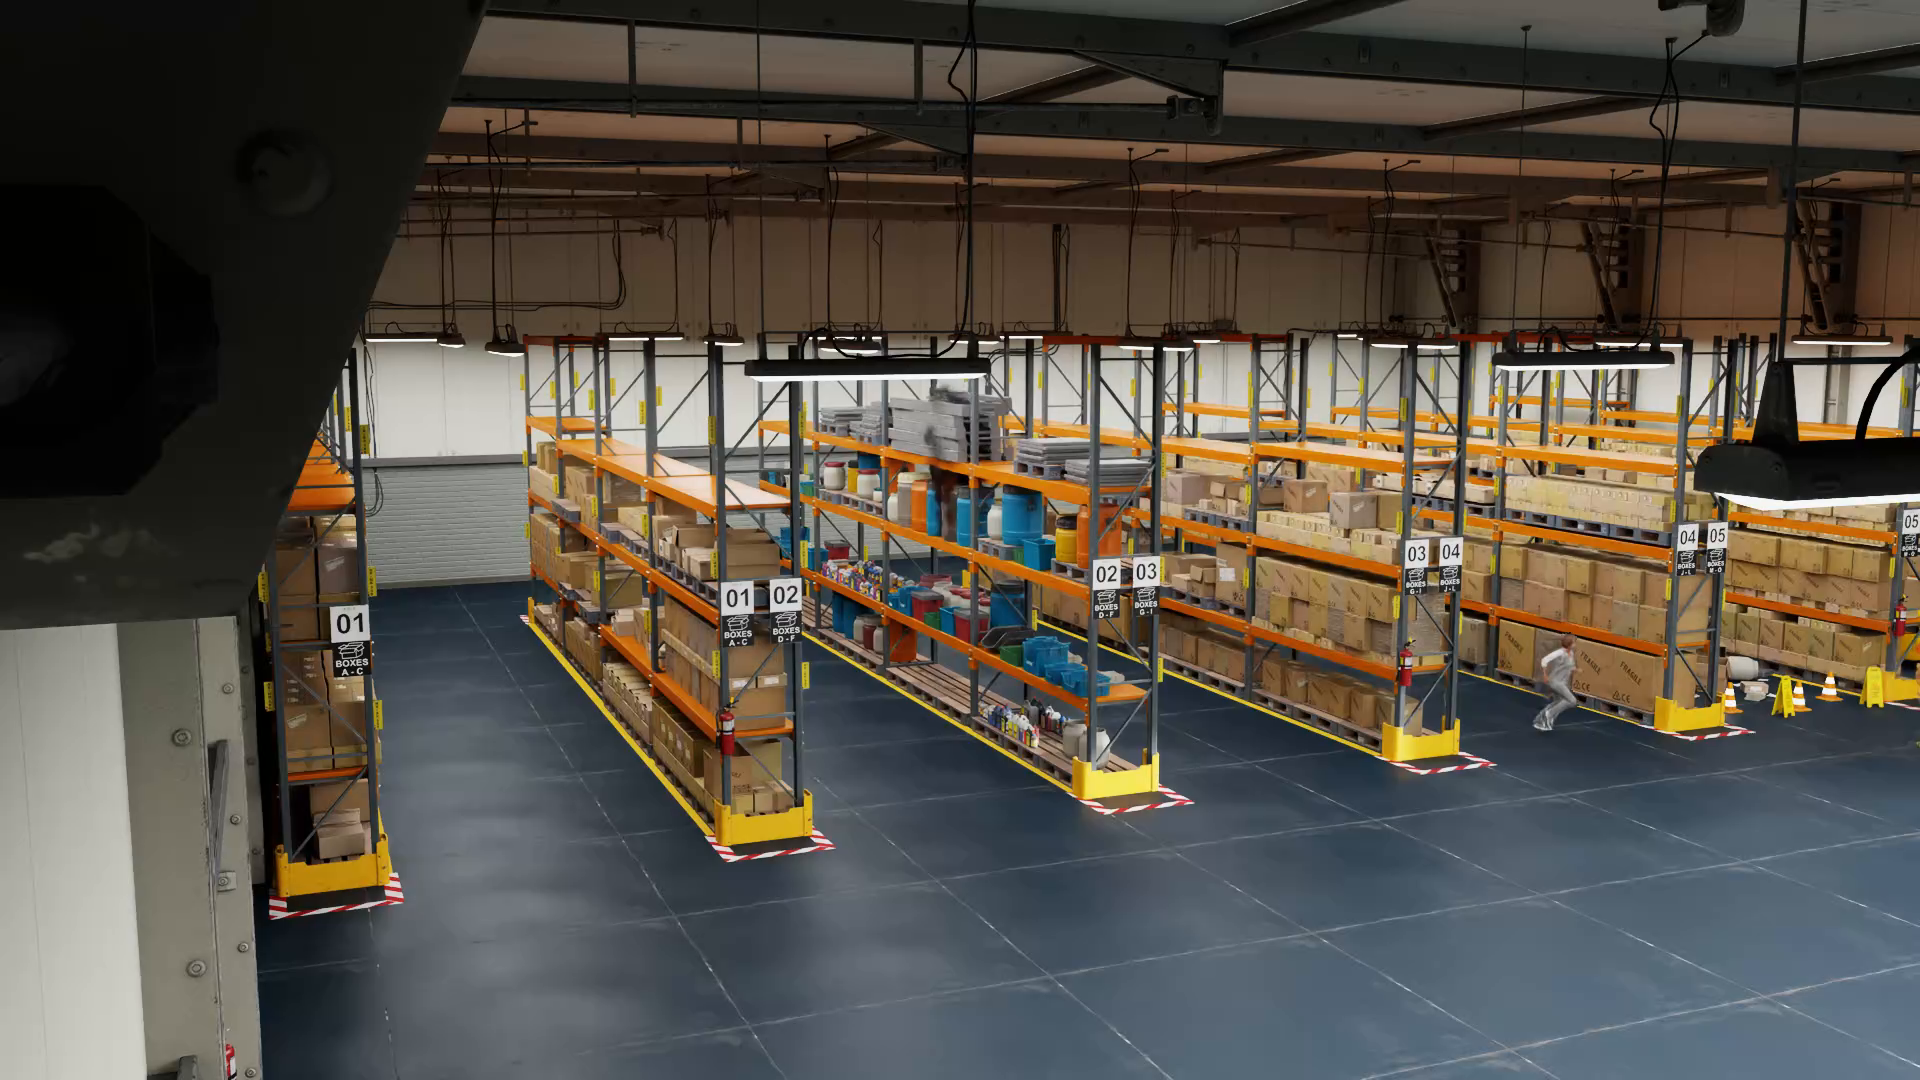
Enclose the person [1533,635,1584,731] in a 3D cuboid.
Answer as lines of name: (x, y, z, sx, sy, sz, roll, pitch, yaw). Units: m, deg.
person: (9.134, 2.185, 25.343, 0.732, 1.510, 0.489, 6, 9, 36)
